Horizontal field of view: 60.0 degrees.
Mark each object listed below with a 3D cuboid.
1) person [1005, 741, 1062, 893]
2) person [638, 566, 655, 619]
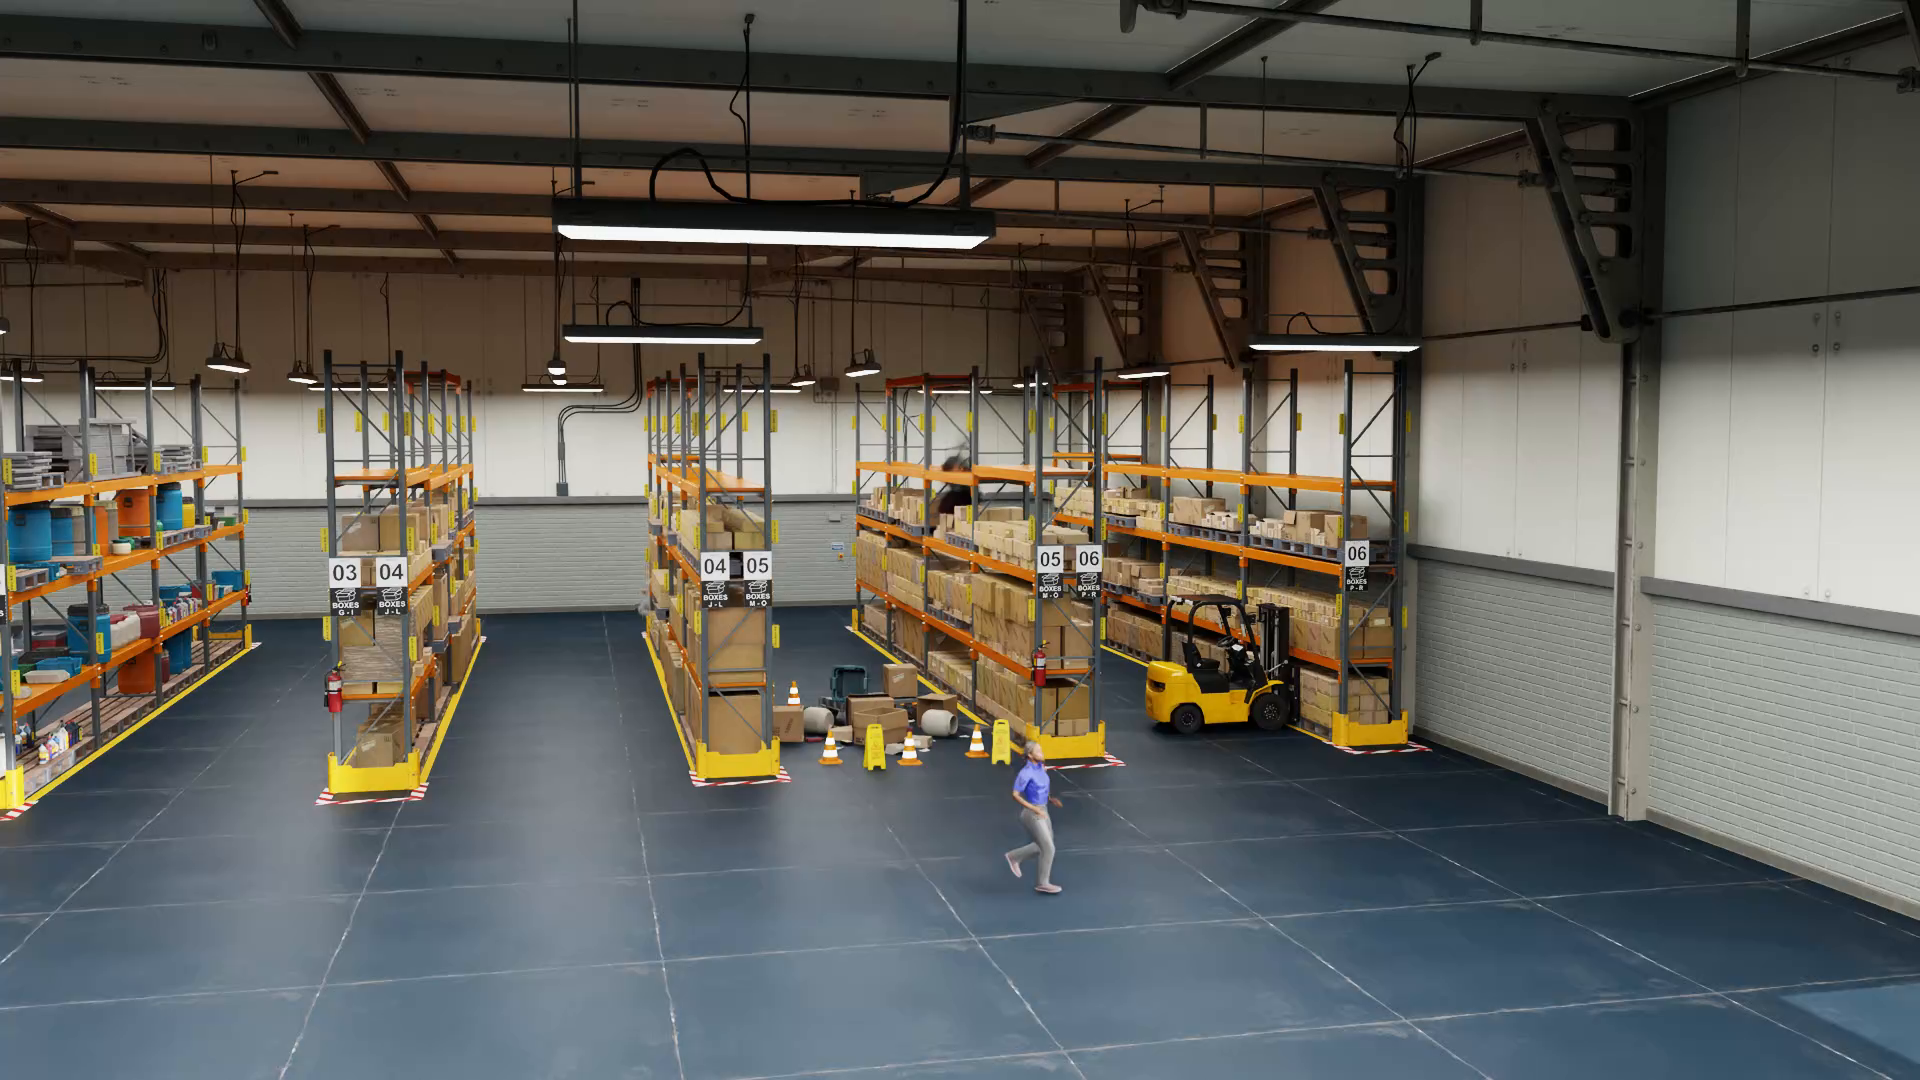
[{"bbox_3d":[0.767,2.956,17.840,0.687,1.607,0.580,2,4,25],"label":"person"},{"bbox_3d":[-7.523,1.401,40.455,0.619,1.582,0.715,0,4,-5],"label":"person"}]
